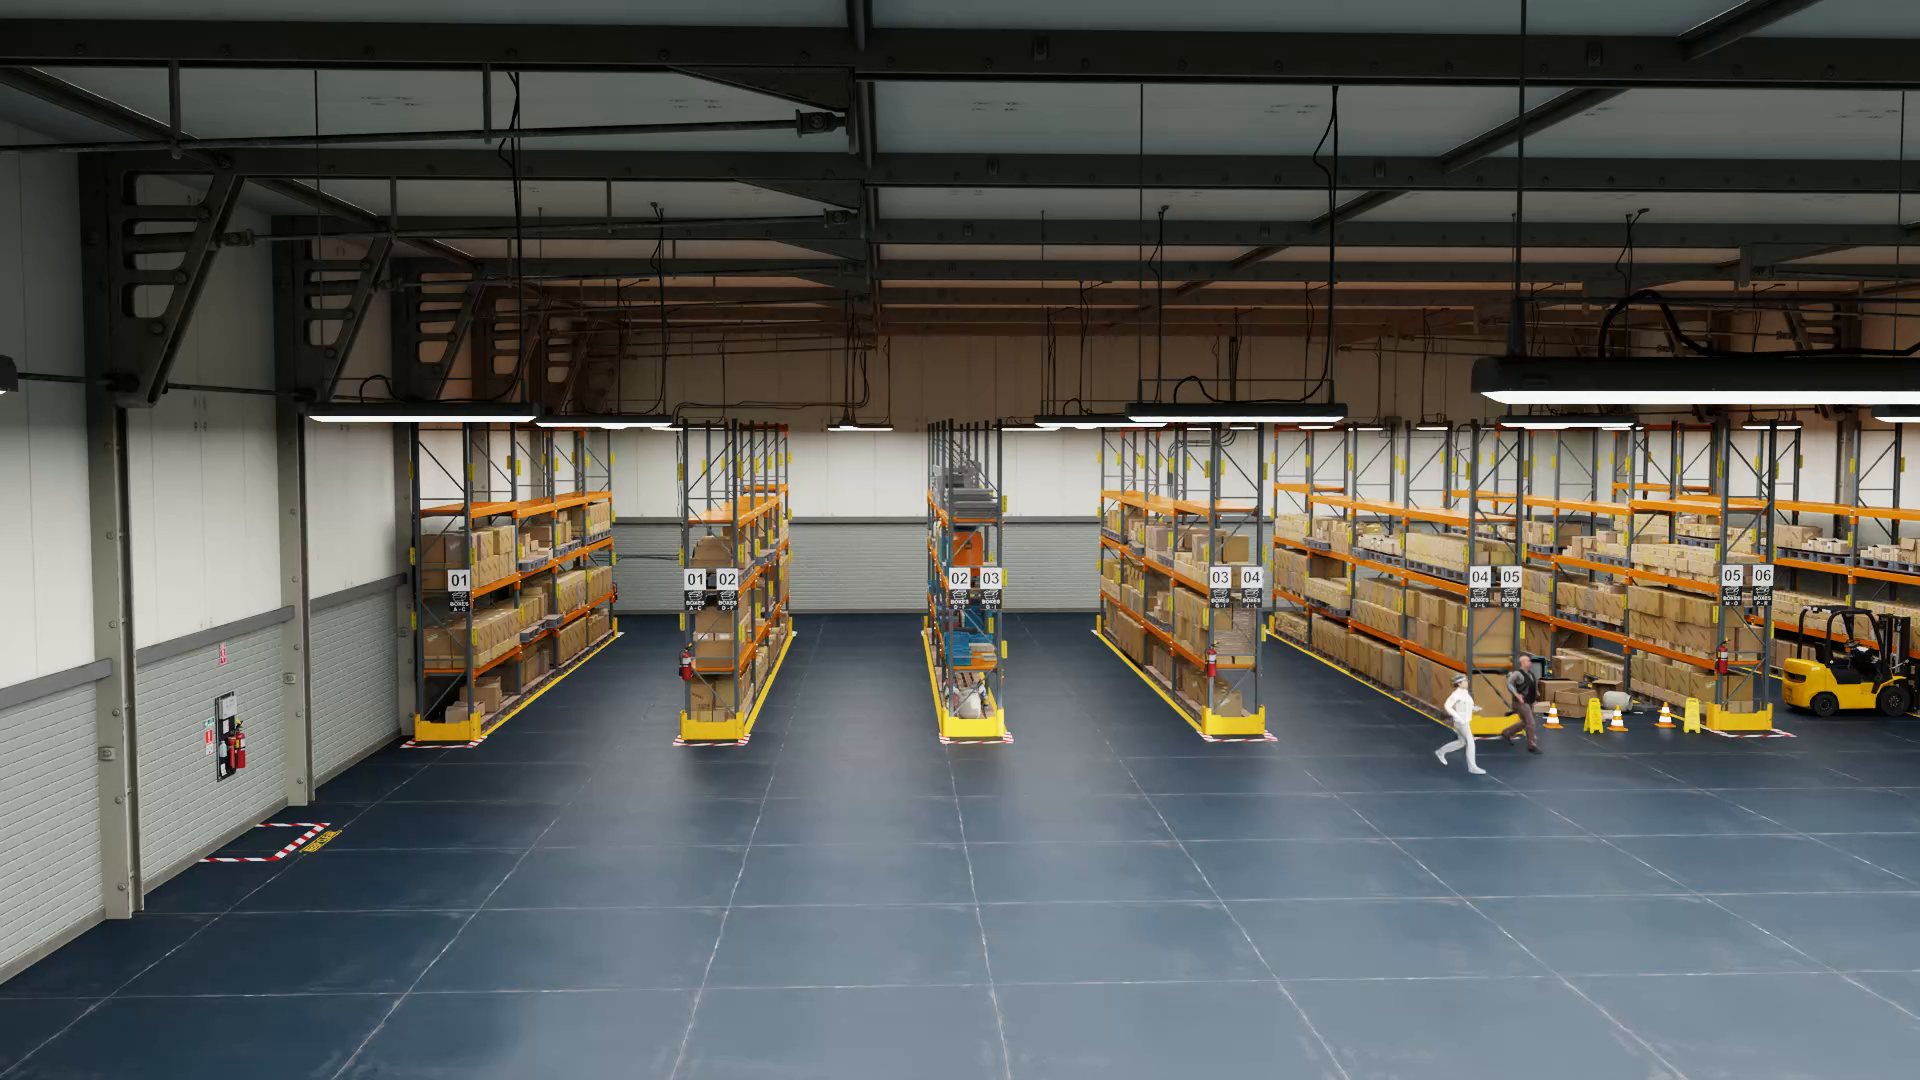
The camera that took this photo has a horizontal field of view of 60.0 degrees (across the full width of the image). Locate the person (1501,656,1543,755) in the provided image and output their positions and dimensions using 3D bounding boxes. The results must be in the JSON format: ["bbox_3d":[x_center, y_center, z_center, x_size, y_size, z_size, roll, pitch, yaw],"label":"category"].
[{"bbox_3d":[10.151,2.948,29.967,0.856,1.727,0.680,3,5,42],"label":"person"}]

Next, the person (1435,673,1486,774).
[{"bbox_3d":[8.458,3.074,28.069,0.877,1.670,0.622,2,4,32],"label":"person"}]

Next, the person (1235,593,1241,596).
[{"bbox_3d":[8.087,1.775,48.579,0.833,1.677,0.740,4,5,44],"label":"person"}]
